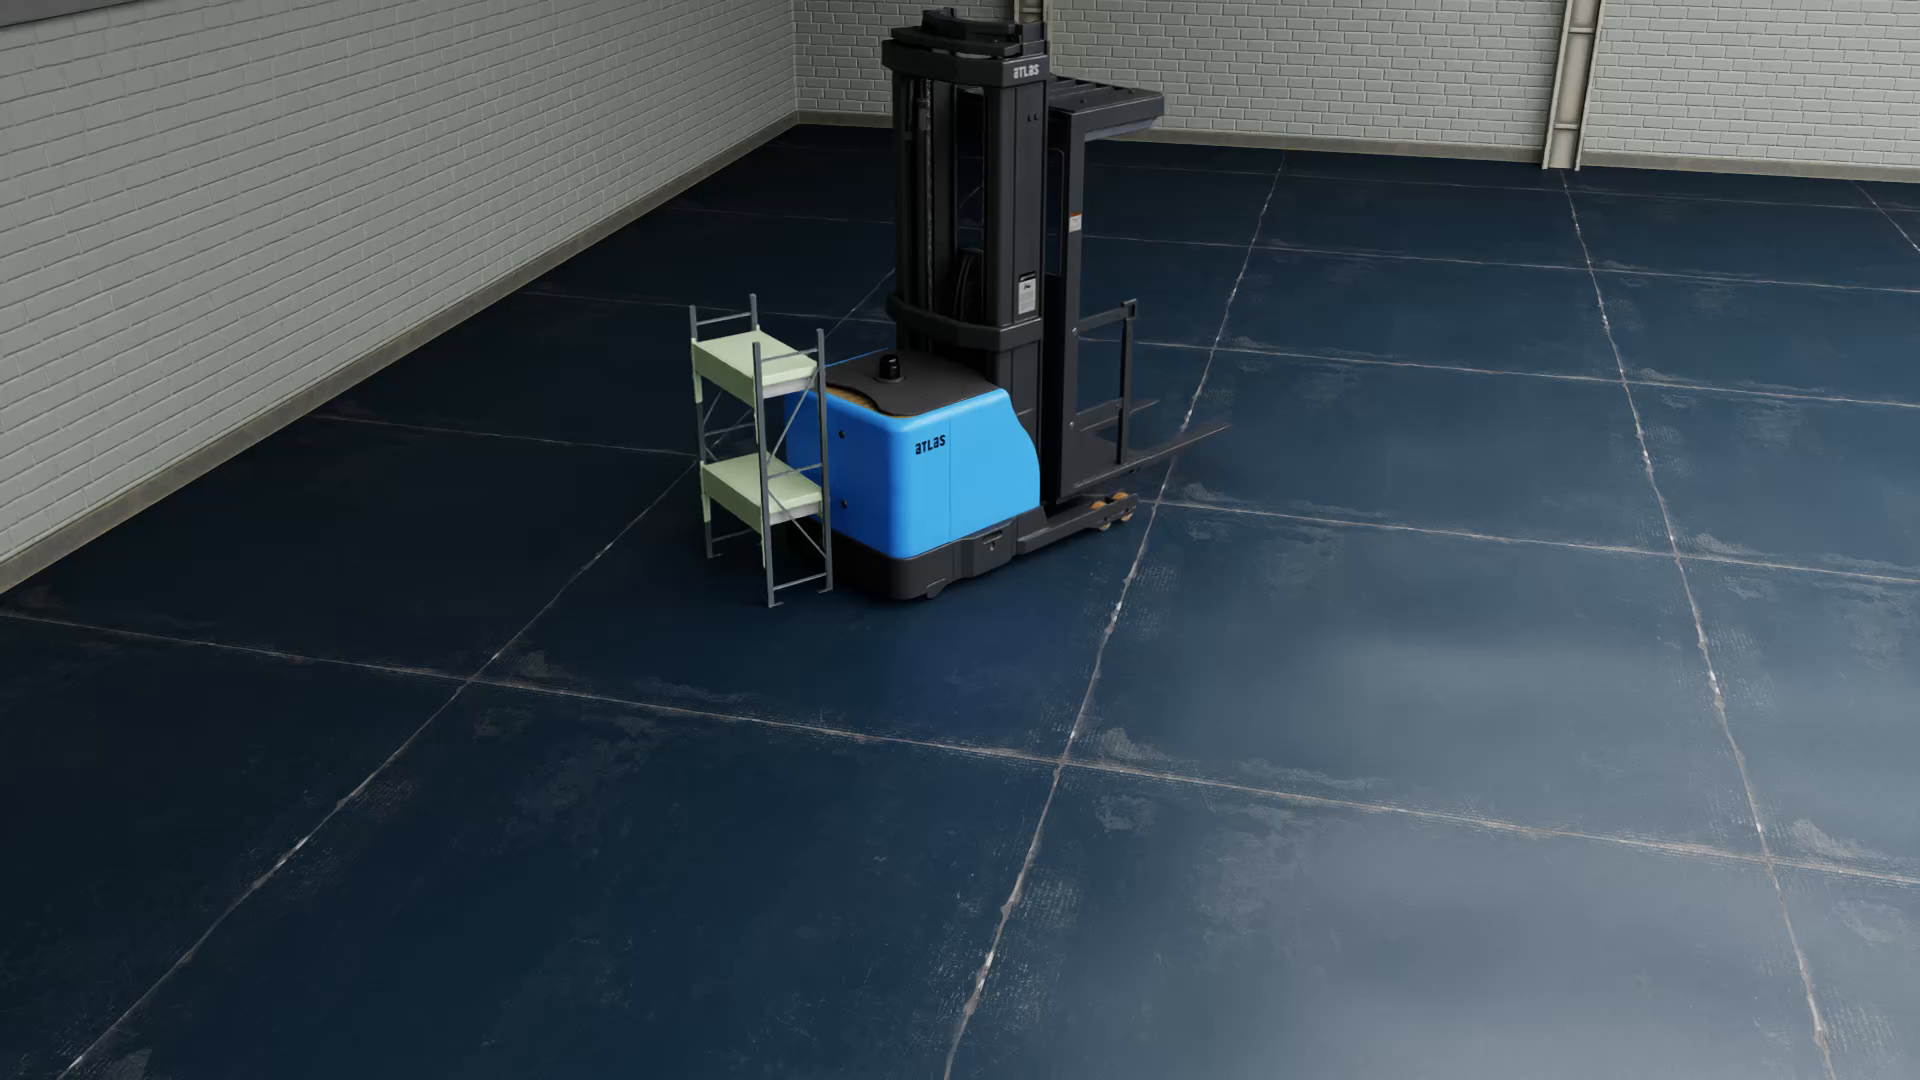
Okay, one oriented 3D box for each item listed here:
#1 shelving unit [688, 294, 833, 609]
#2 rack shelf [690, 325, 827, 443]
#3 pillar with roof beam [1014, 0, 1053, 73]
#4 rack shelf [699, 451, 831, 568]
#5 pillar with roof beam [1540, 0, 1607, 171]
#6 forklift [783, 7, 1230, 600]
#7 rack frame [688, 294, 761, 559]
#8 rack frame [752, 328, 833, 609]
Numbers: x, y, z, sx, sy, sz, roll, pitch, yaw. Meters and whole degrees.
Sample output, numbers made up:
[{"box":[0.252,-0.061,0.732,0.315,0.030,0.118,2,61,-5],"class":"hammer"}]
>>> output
[{"box":[-1.078,-0.489,9.032,0.431,1.500,0.755,-16,30,-31],"class":"shelving unit"},{"box":[-1.078,-0.841,8.865,0.431,0.370,0.720,-16,30,-31],"class":"rack shelf"},{"box":[-0.225,-7.061,14.112,0.400,9.000,9.100,6,26,13],"class":"pillar with roof beam"},{"box":[-1.078,-0.195,9.173,0.431,0.370,0.720,-16,30,-31],"class":"rack shelf"},{"box":[5.585,-6.418,12.763,0.400,9.000,9.100,6,26,13],"class":"pillar with roof beam"},{"box":[0.428,-1.530,9.553,3.031,2.935,1.130,-22,33,-38],"class":"forklift"},{"box":[-1.285,-0.619,9.305,0.400,1.500,0.023,-16,30,-31],"class":"rack frame"},{"box":[-0.872,-0.359,8.760,0.400,1.500,0.023,-16,30,-31],"class":"rack frame"}]
